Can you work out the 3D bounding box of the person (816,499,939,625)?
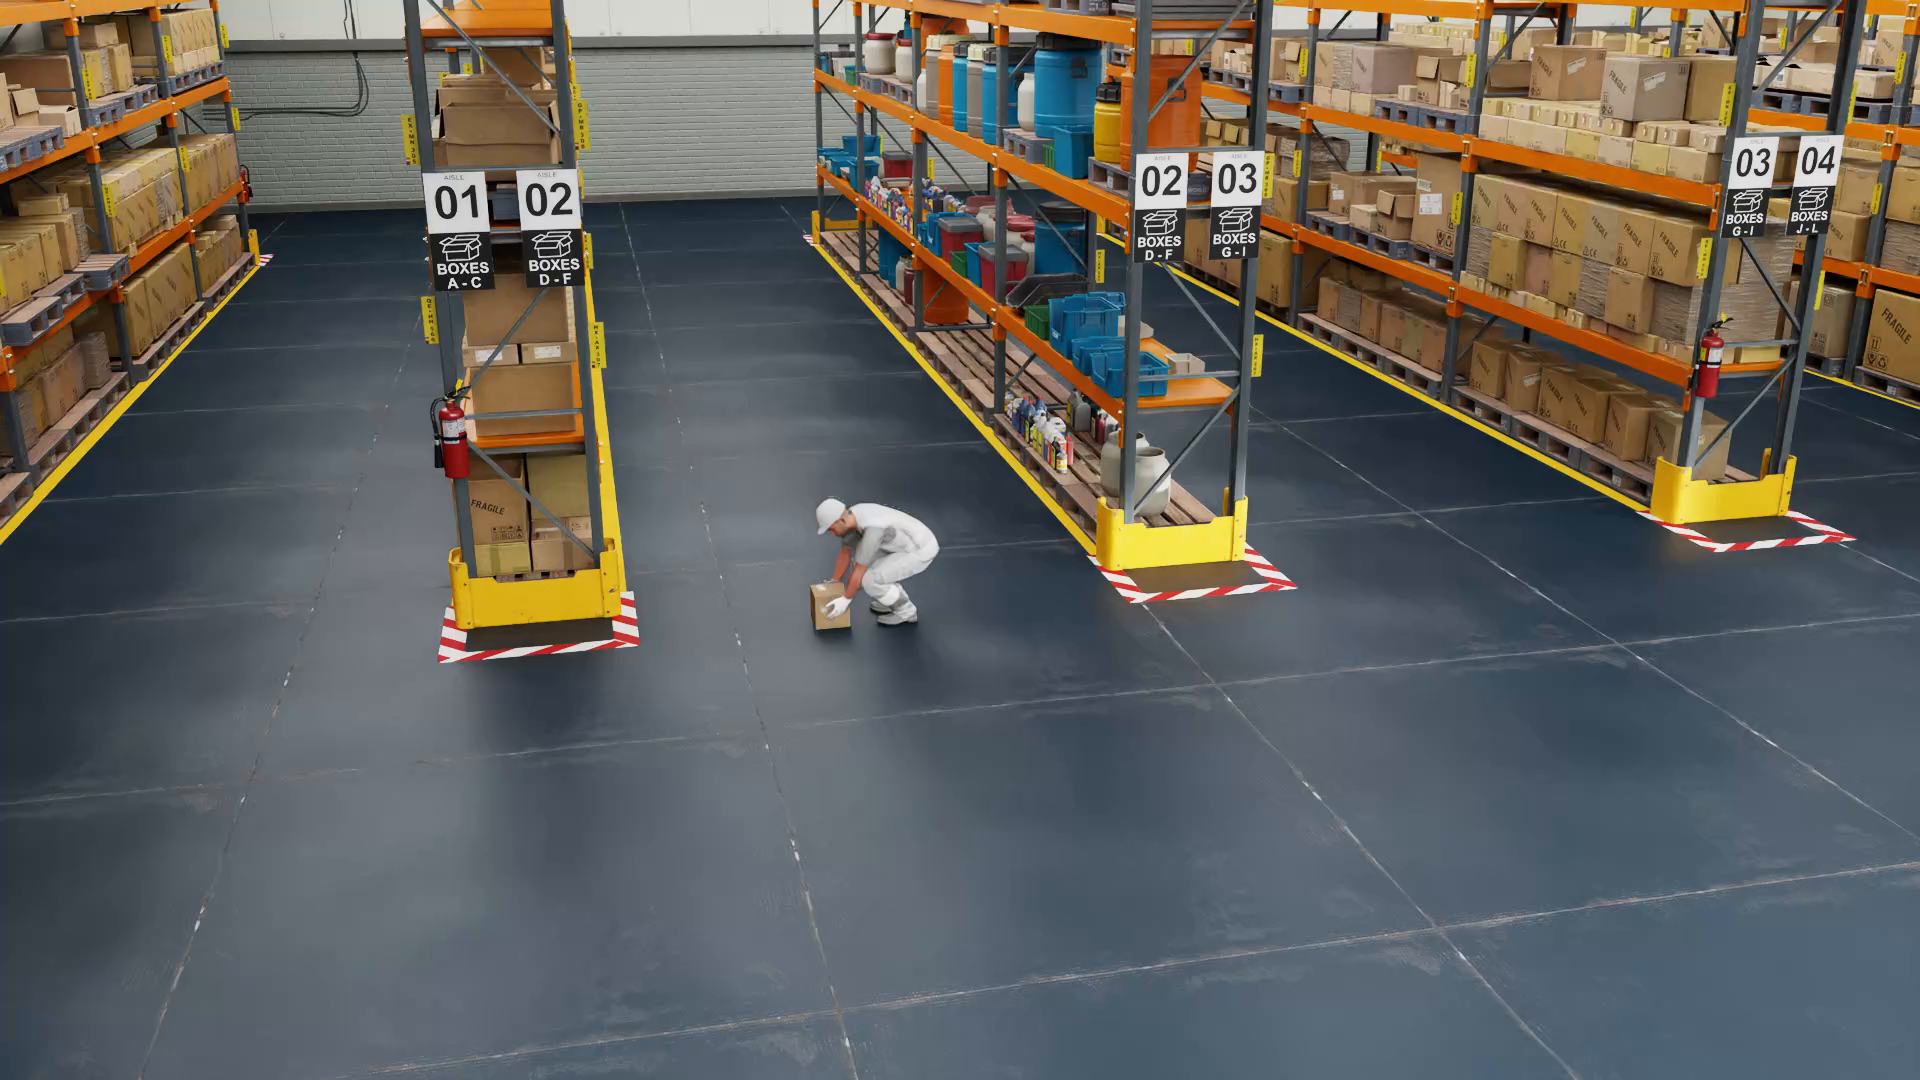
[{"bbox_3d":[-0.590,0.126,11.939,0.883,0.954,0.573,-5,20,-13],"label":"person"}]
